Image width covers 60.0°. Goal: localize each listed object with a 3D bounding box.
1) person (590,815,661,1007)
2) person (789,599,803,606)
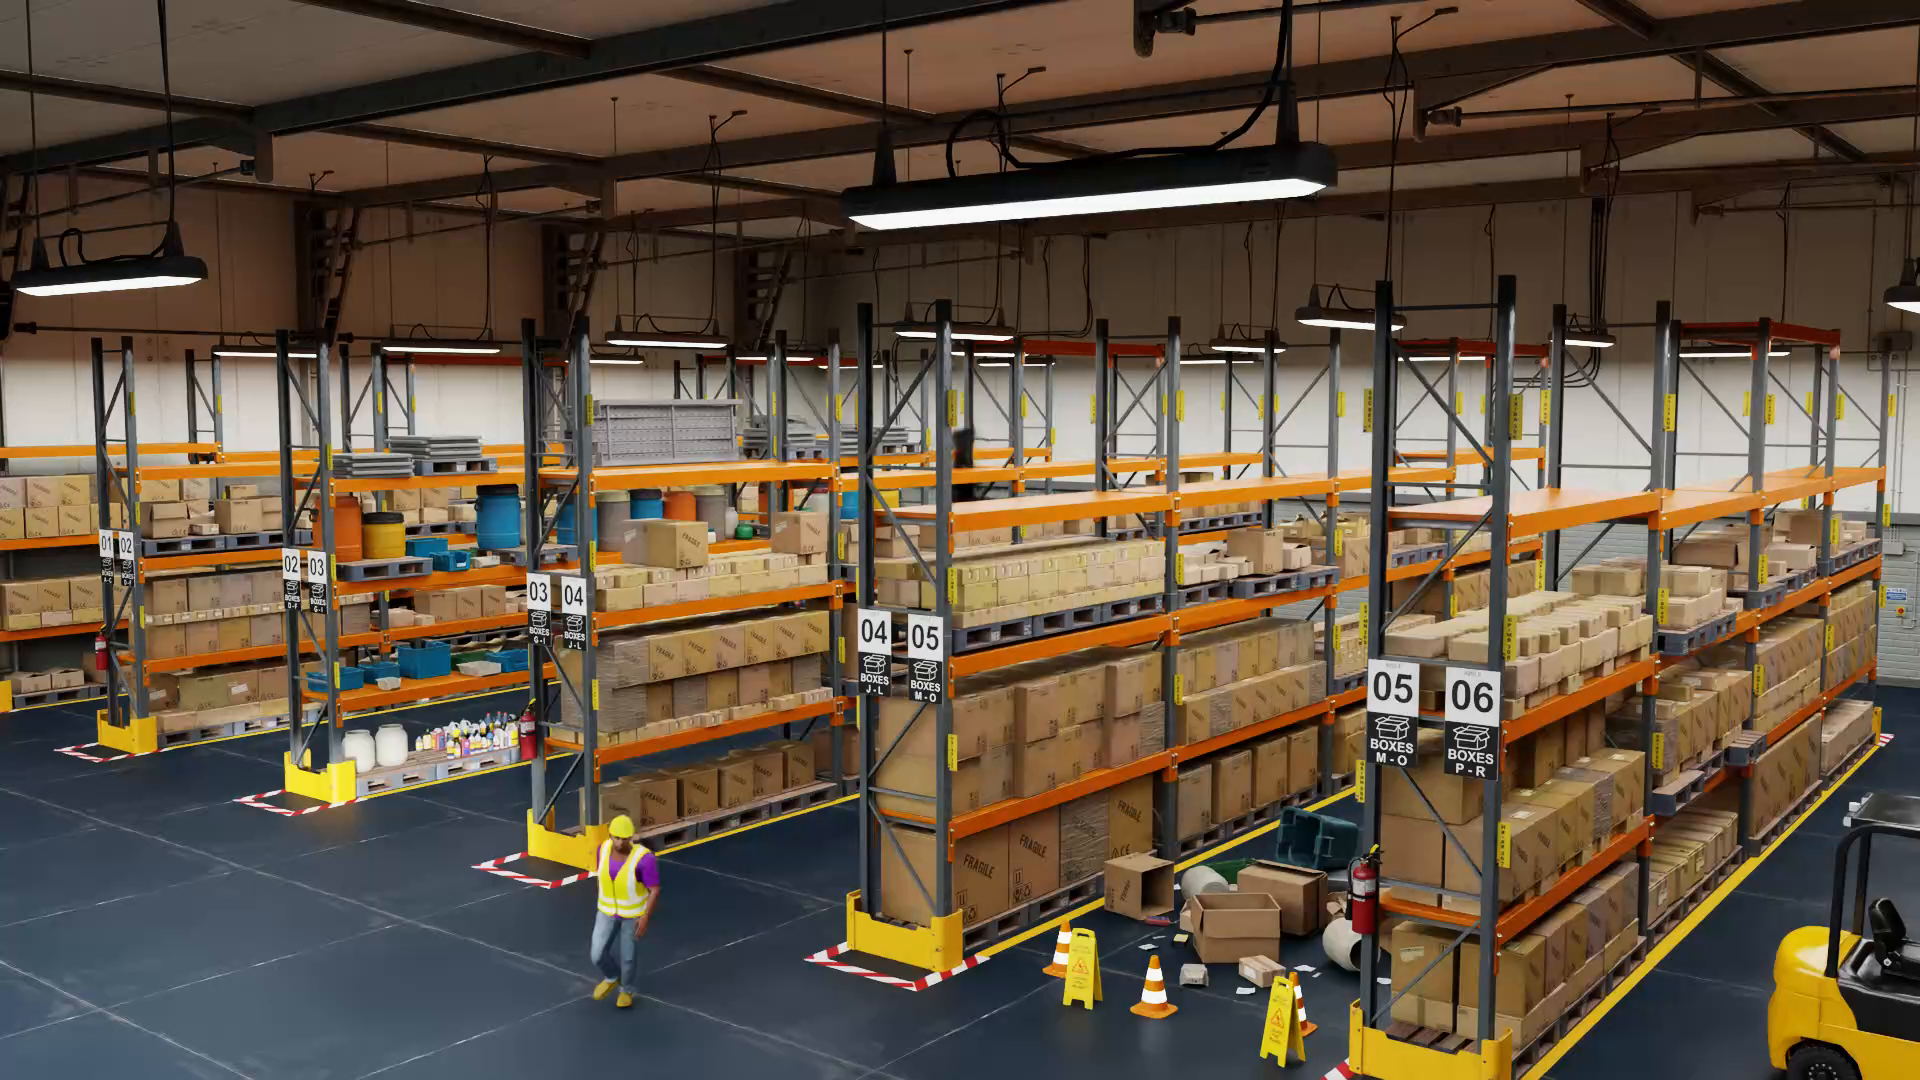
[{"bbox_3d":[-2.798,3.100,13.886,0.675,1.707,0.689,1,5,9],"label":"person"},{"bbox_3d":[-3.058,1.529,32.327,0.523,1.697,0.804,4,6,38],"label":"person"}]
